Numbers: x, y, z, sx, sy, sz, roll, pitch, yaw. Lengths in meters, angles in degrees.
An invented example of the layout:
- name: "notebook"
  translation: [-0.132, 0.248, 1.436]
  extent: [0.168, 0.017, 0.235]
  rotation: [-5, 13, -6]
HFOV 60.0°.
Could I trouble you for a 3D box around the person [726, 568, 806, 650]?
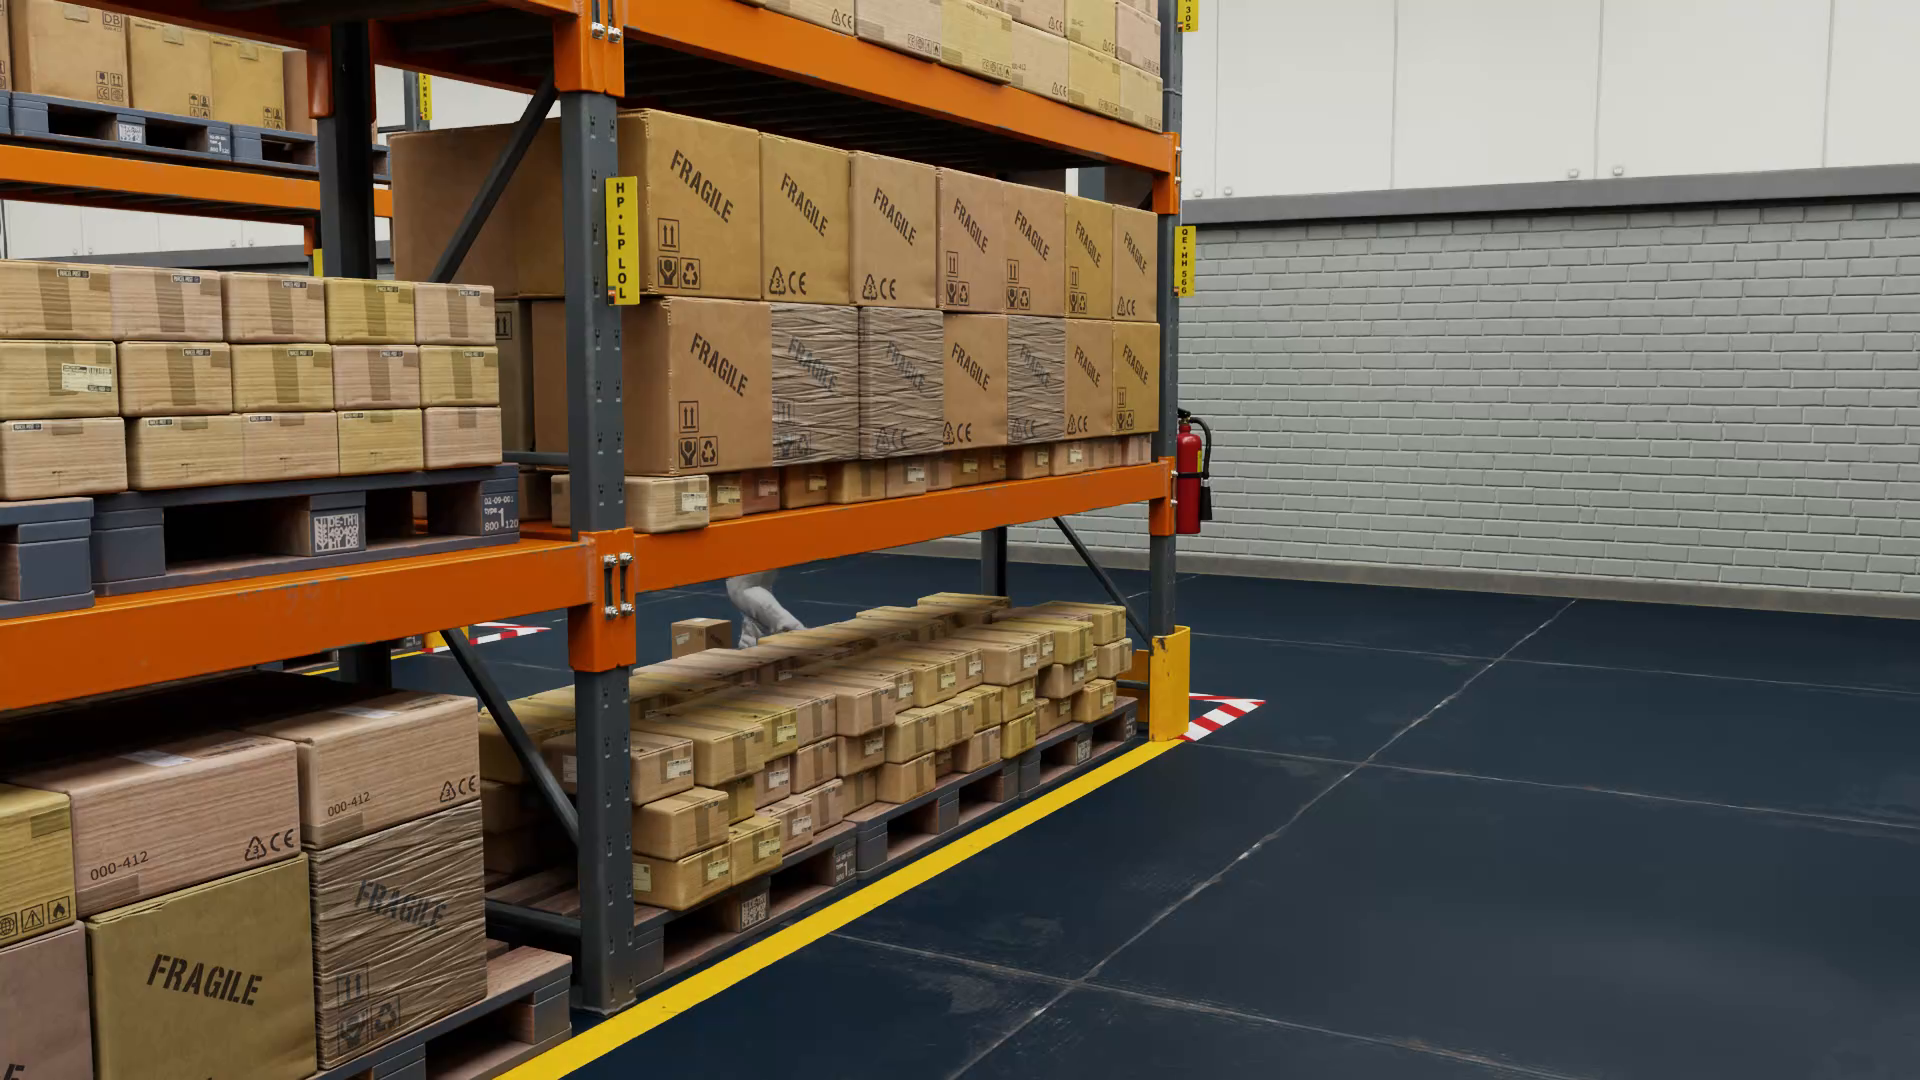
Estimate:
- name: "person"
  translation: [-1.127, -0.081, 9.509]
  extent: [0.739, 1.644, 0.503]
  rotation: [2, 6, 21]
